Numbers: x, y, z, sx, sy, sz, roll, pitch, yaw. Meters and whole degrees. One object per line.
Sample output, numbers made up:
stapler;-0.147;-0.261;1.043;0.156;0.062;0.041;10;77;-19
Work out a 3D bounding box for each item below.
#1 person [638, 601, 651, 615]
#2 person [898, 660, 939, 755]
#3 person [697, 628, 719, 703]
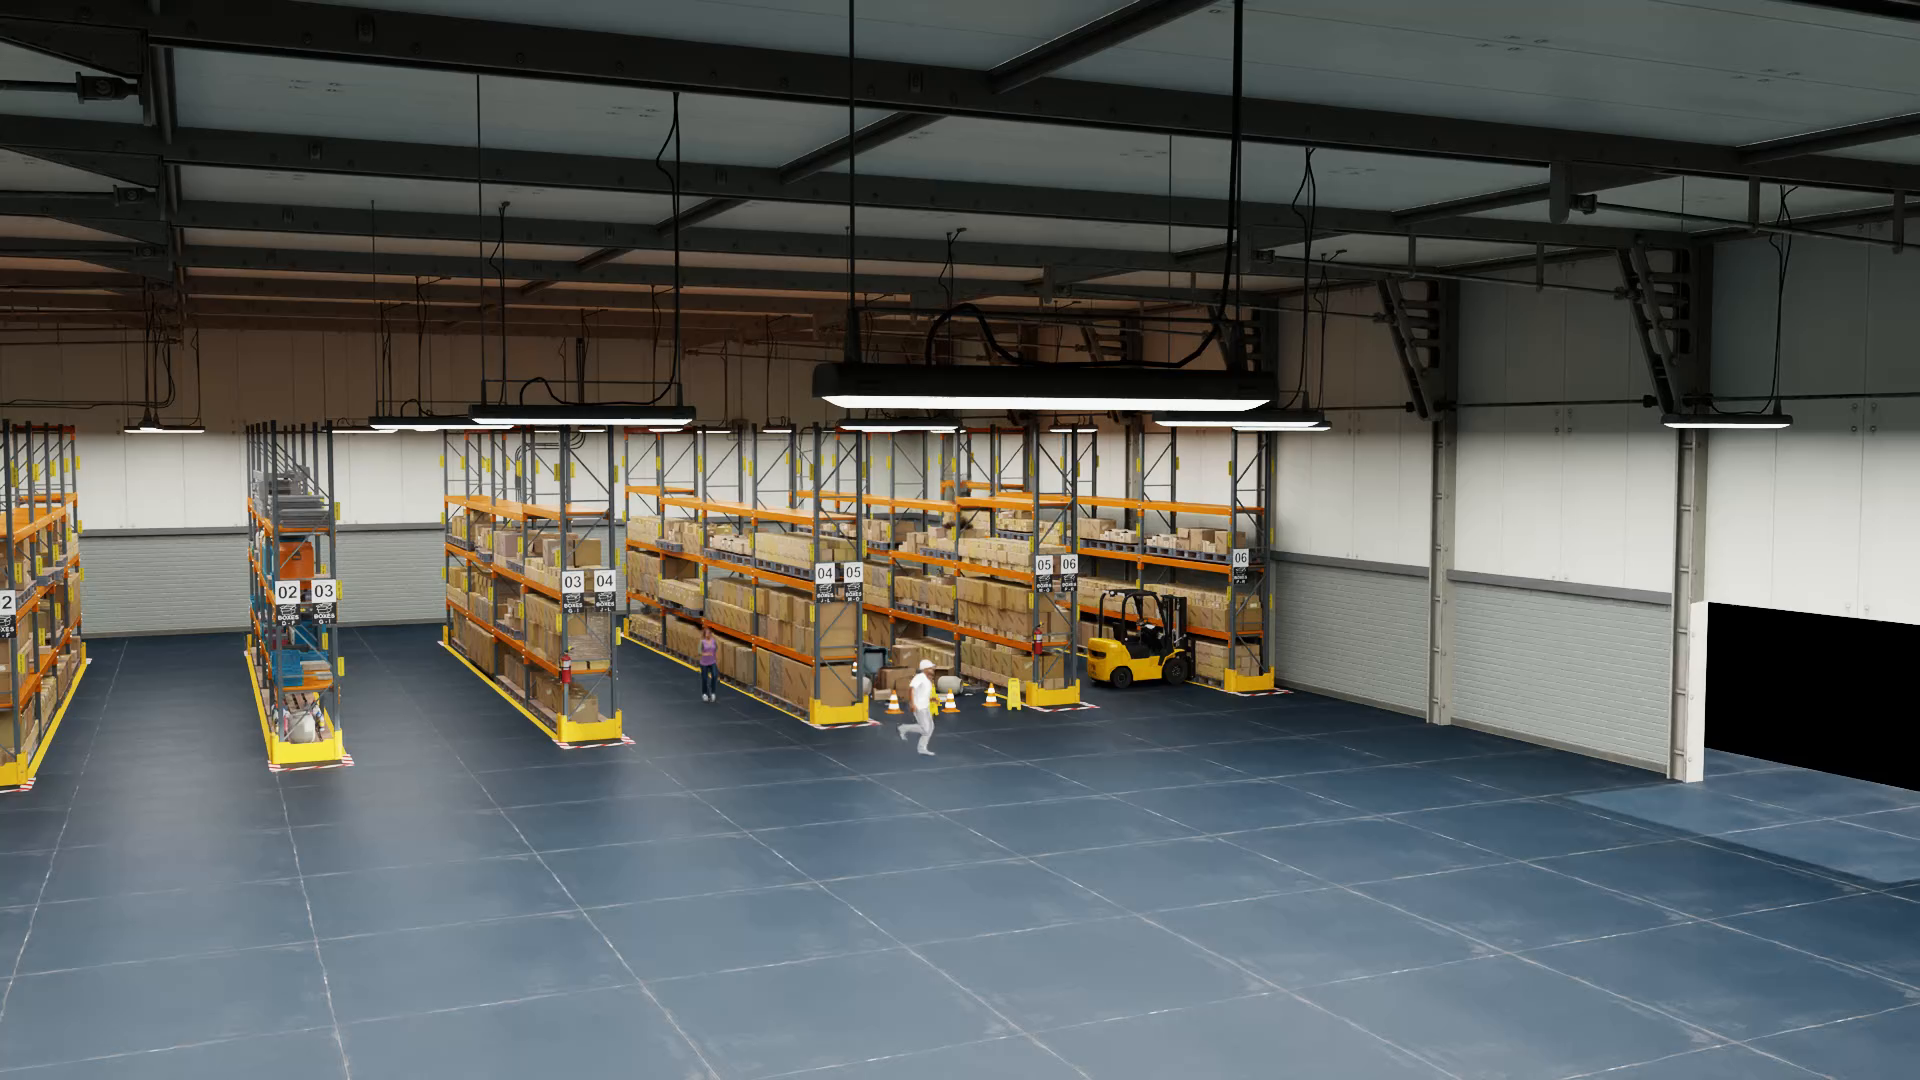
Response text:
person;-9.228;1.864;48.900;0.490;1.641;0.672;0;4;-4
person;-0.754;3.013;29.953;0.705;1.719;0.737;1;4;16
person;-5.397;2.688;35.739;0.507;1.604;0.667;-1;4;-20
